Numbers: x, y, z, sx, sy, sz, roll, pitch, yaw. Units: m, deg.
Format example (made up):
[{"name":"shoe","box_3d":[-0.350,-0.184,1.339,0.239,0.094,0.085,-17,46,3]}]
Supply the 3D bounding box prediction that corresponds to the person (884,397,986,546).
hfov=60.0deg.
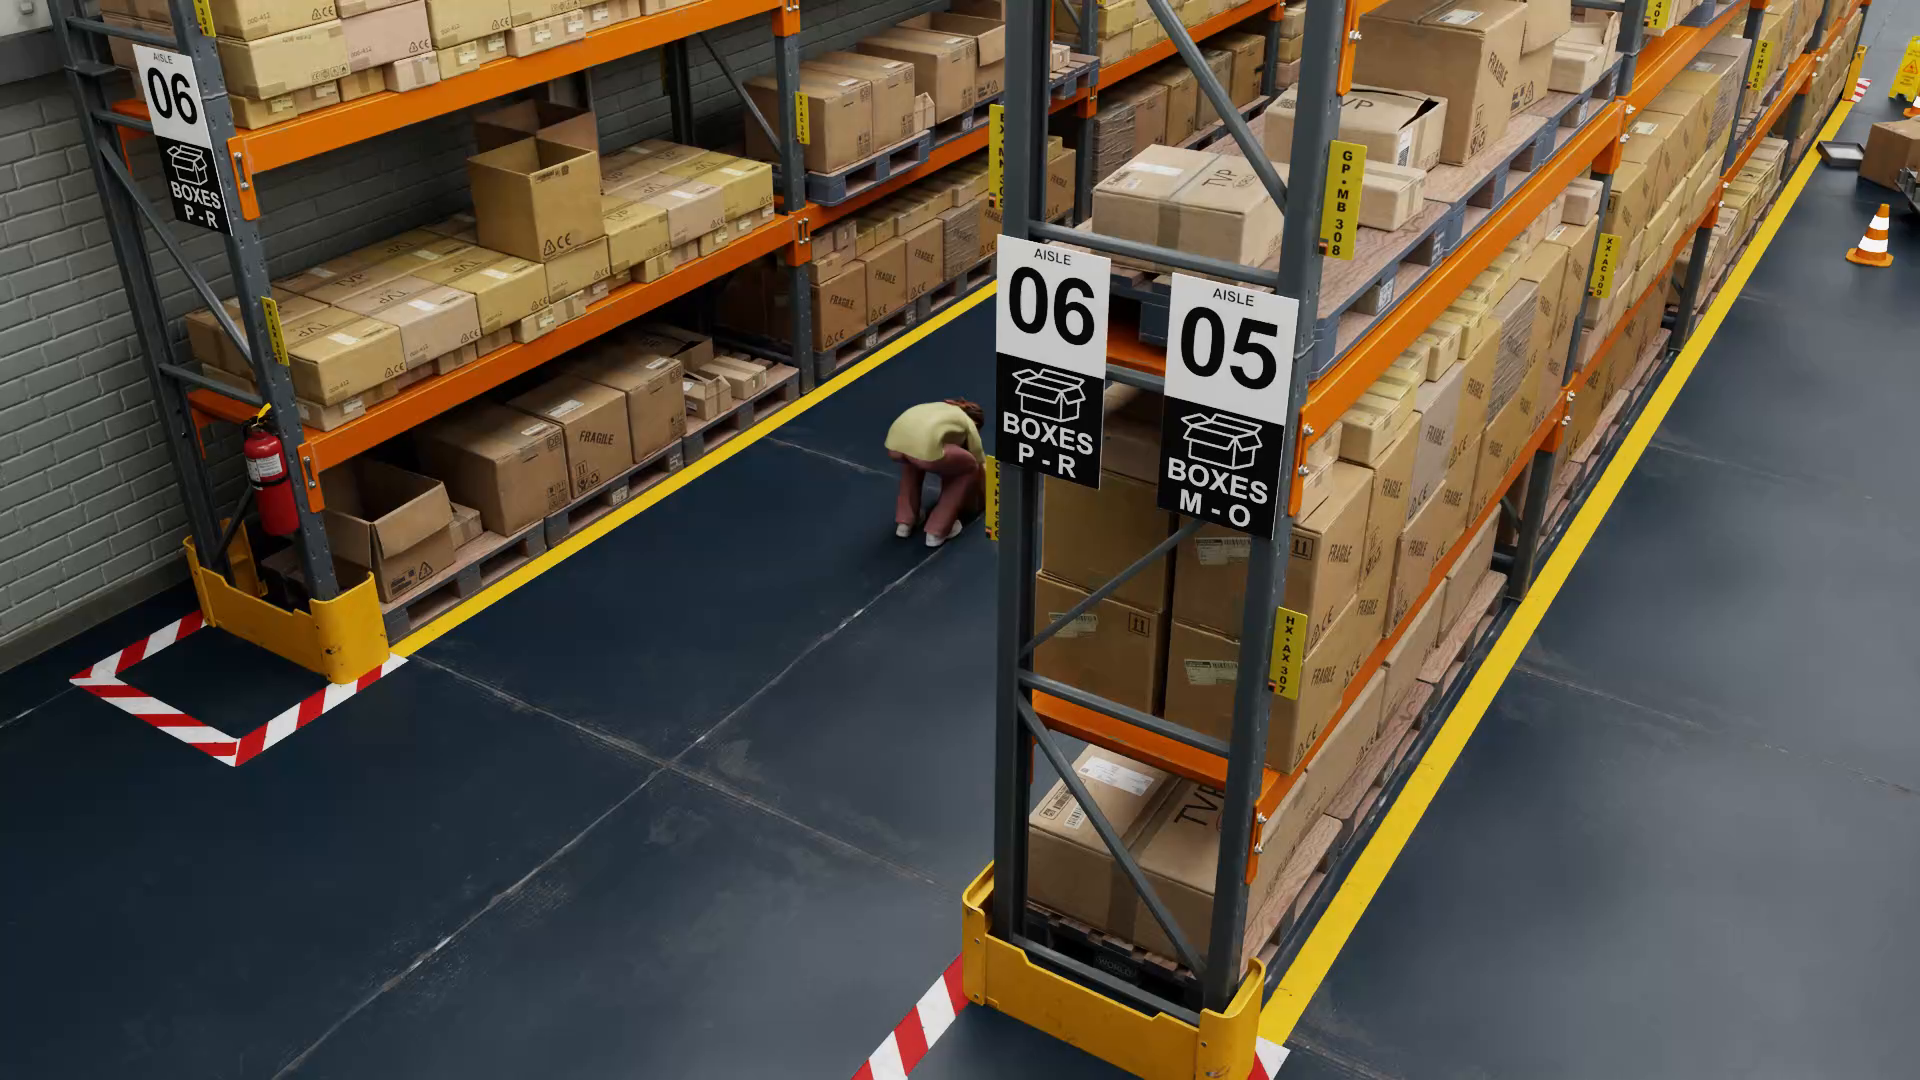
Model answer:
[{"name":"person","box_3d":[-0.119,-0.462,9.809,0.476,0.835,0.855,16,34,25]}]
